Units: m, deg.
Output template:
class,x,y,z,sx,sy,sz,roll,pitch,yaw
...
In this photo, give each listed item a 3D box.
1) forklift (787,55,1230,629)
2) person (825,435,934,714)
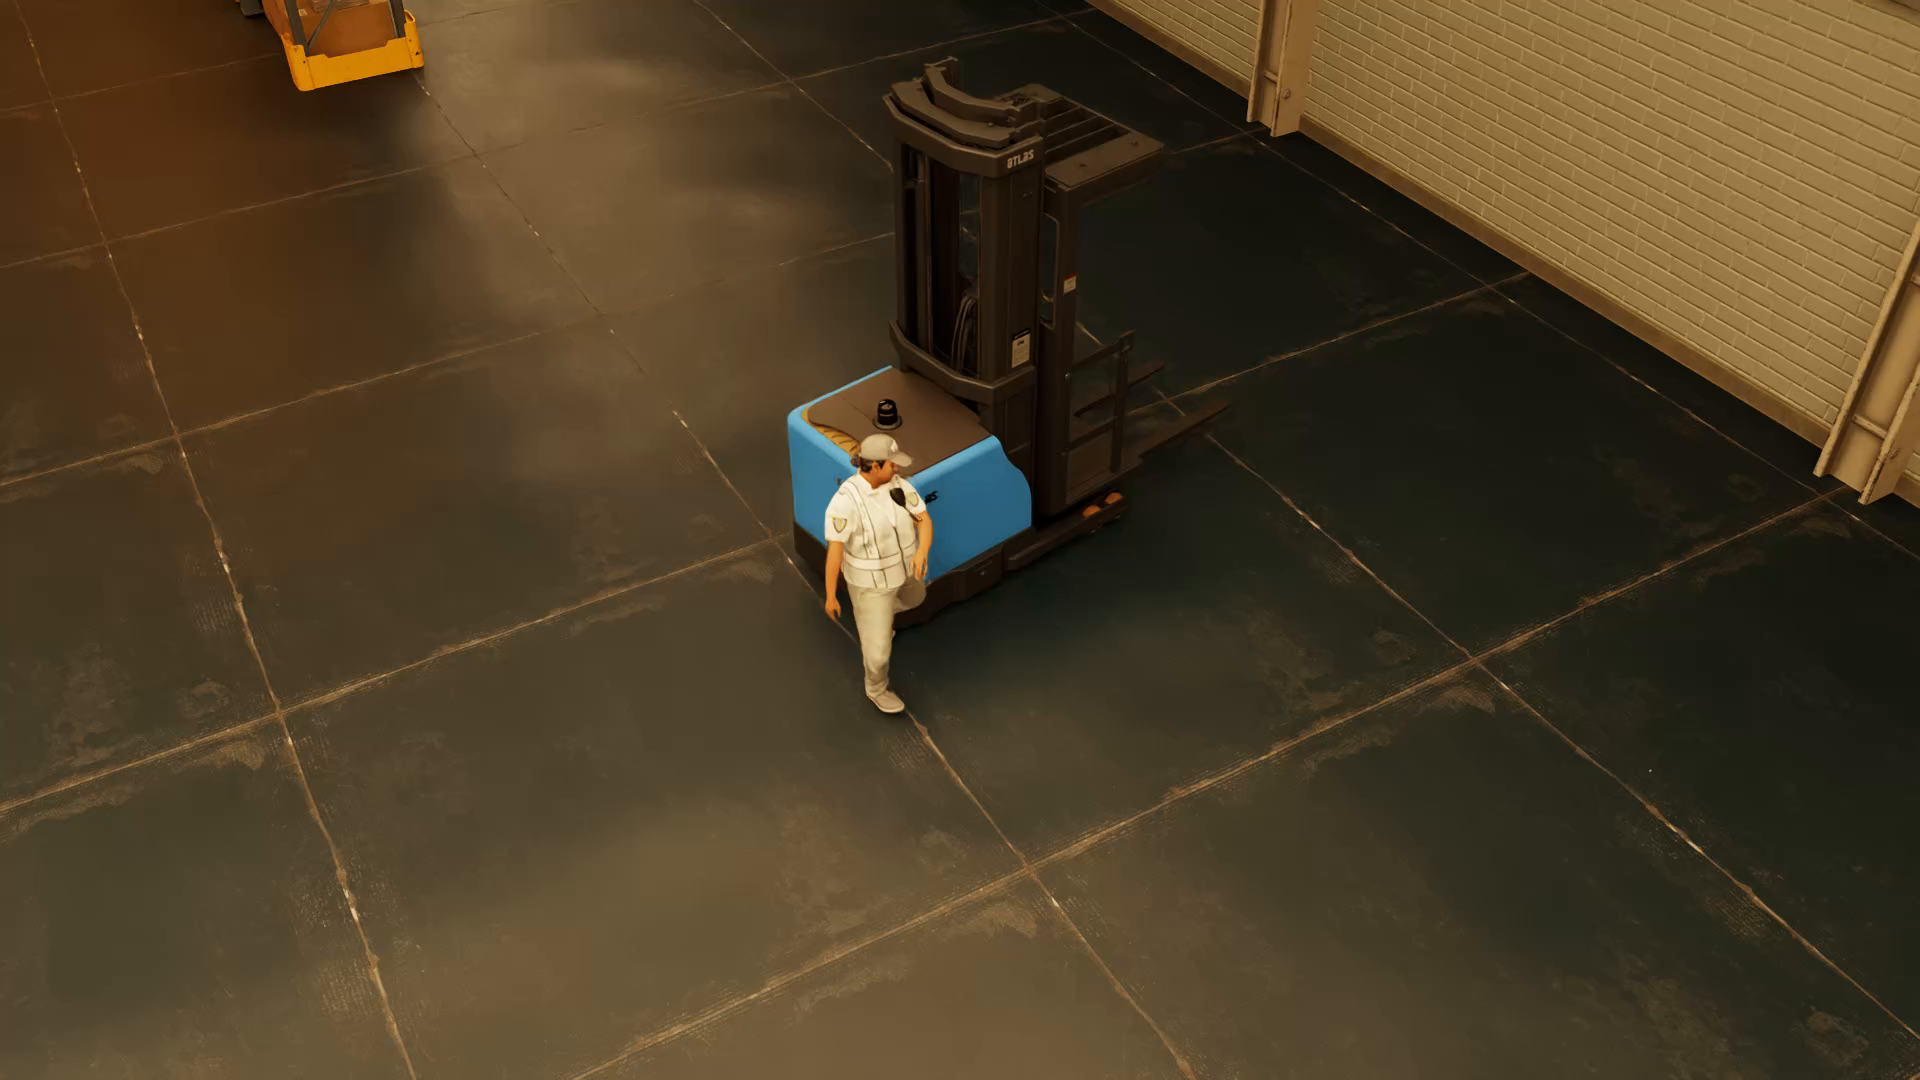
class,x,y,z,sx,sy,sz,roll,pitch,yaw
forklift,0.438,-1.410,9.736,3.031,2.935,1.130,-29,47,-30
person,-0.450,0.188,8.908,0.818,1.515,0.748,26,46,28
